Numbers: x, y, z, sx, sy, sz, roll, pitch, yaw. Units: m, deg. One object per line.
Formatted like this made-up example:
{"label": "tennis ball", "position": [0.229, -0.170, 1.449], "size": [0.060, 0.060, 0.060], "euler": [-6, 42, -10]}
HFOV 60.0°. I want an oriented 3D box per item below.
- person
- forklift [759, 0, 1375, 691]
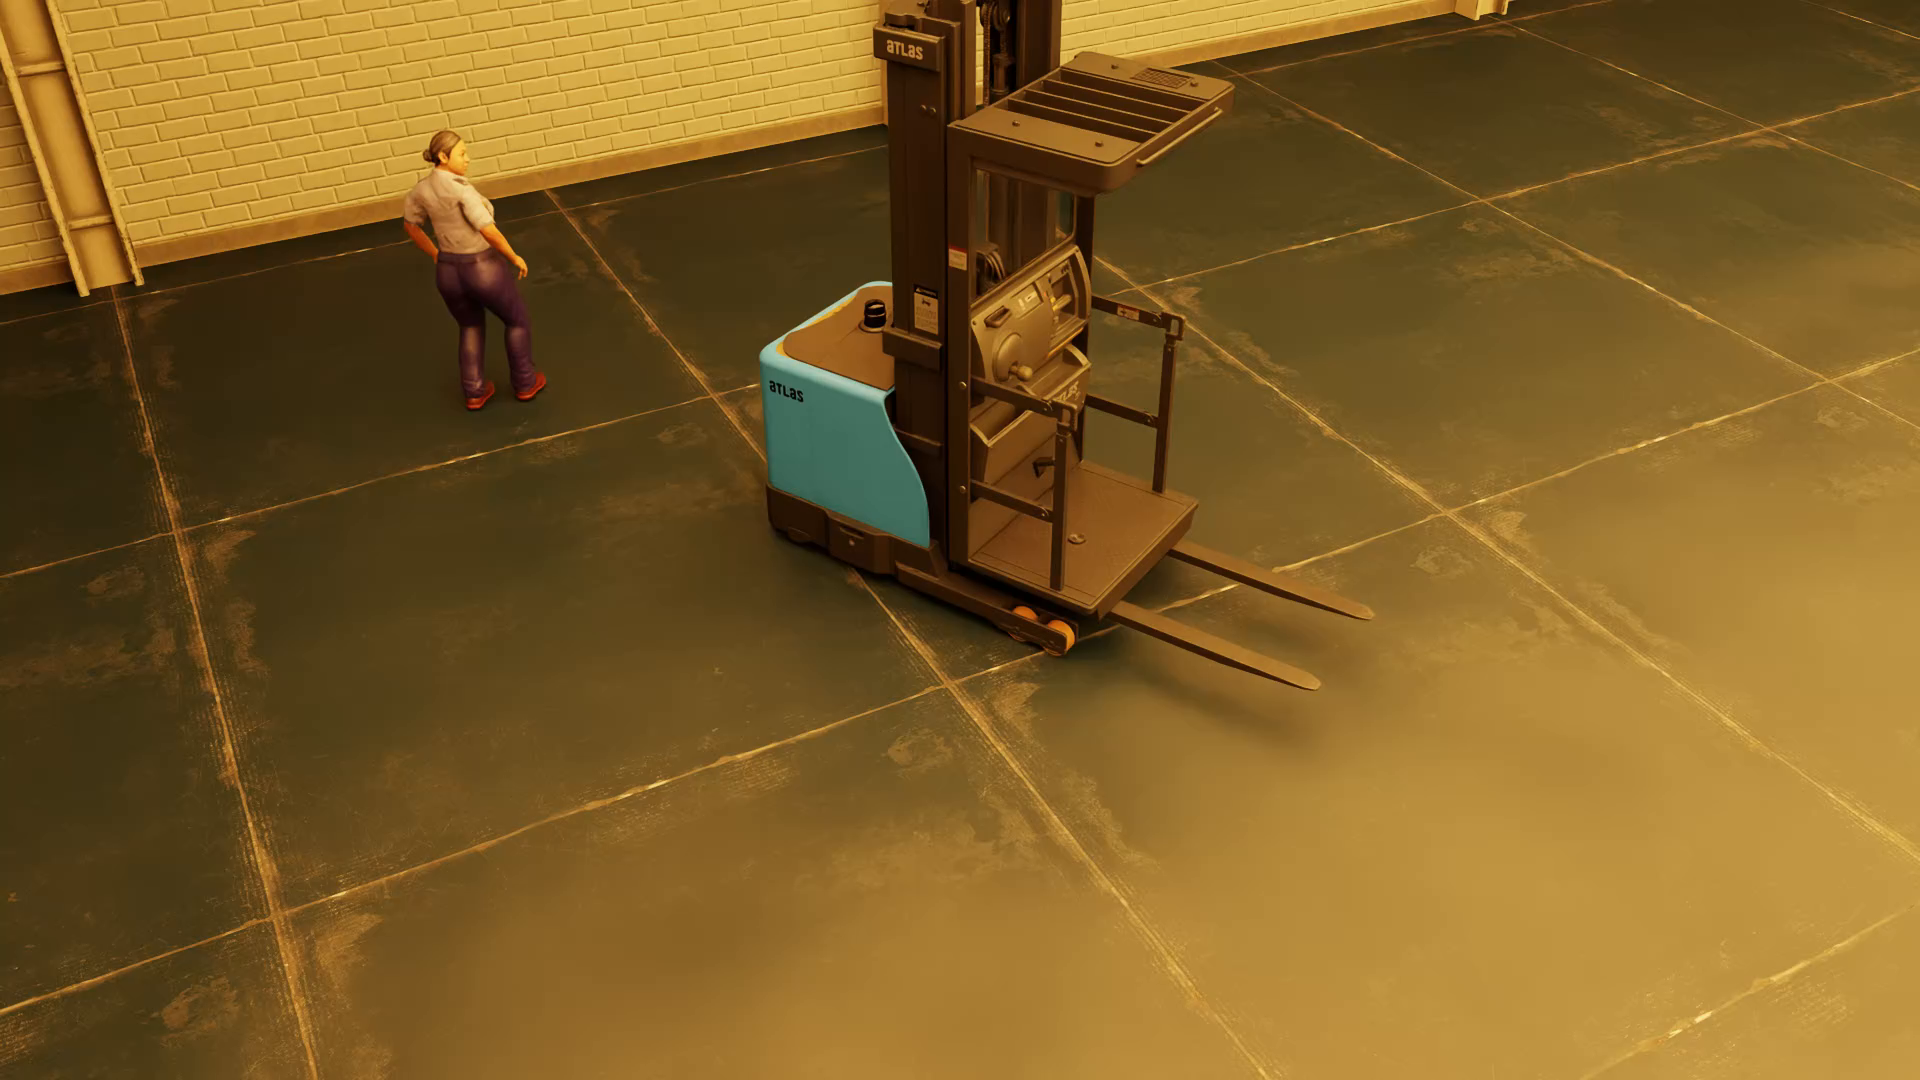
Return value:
{"label": "person", "position": [-2.759, -1.536, 9.433], "size": [0.675, 1.628, 0.485], "euler": [10, 37, 14]}
{"label": "forklift", "position": [0.506, -1.000, 7.537], "size": [3.031, 2.935, 1.130], "euler": [21, 40, 27]}
